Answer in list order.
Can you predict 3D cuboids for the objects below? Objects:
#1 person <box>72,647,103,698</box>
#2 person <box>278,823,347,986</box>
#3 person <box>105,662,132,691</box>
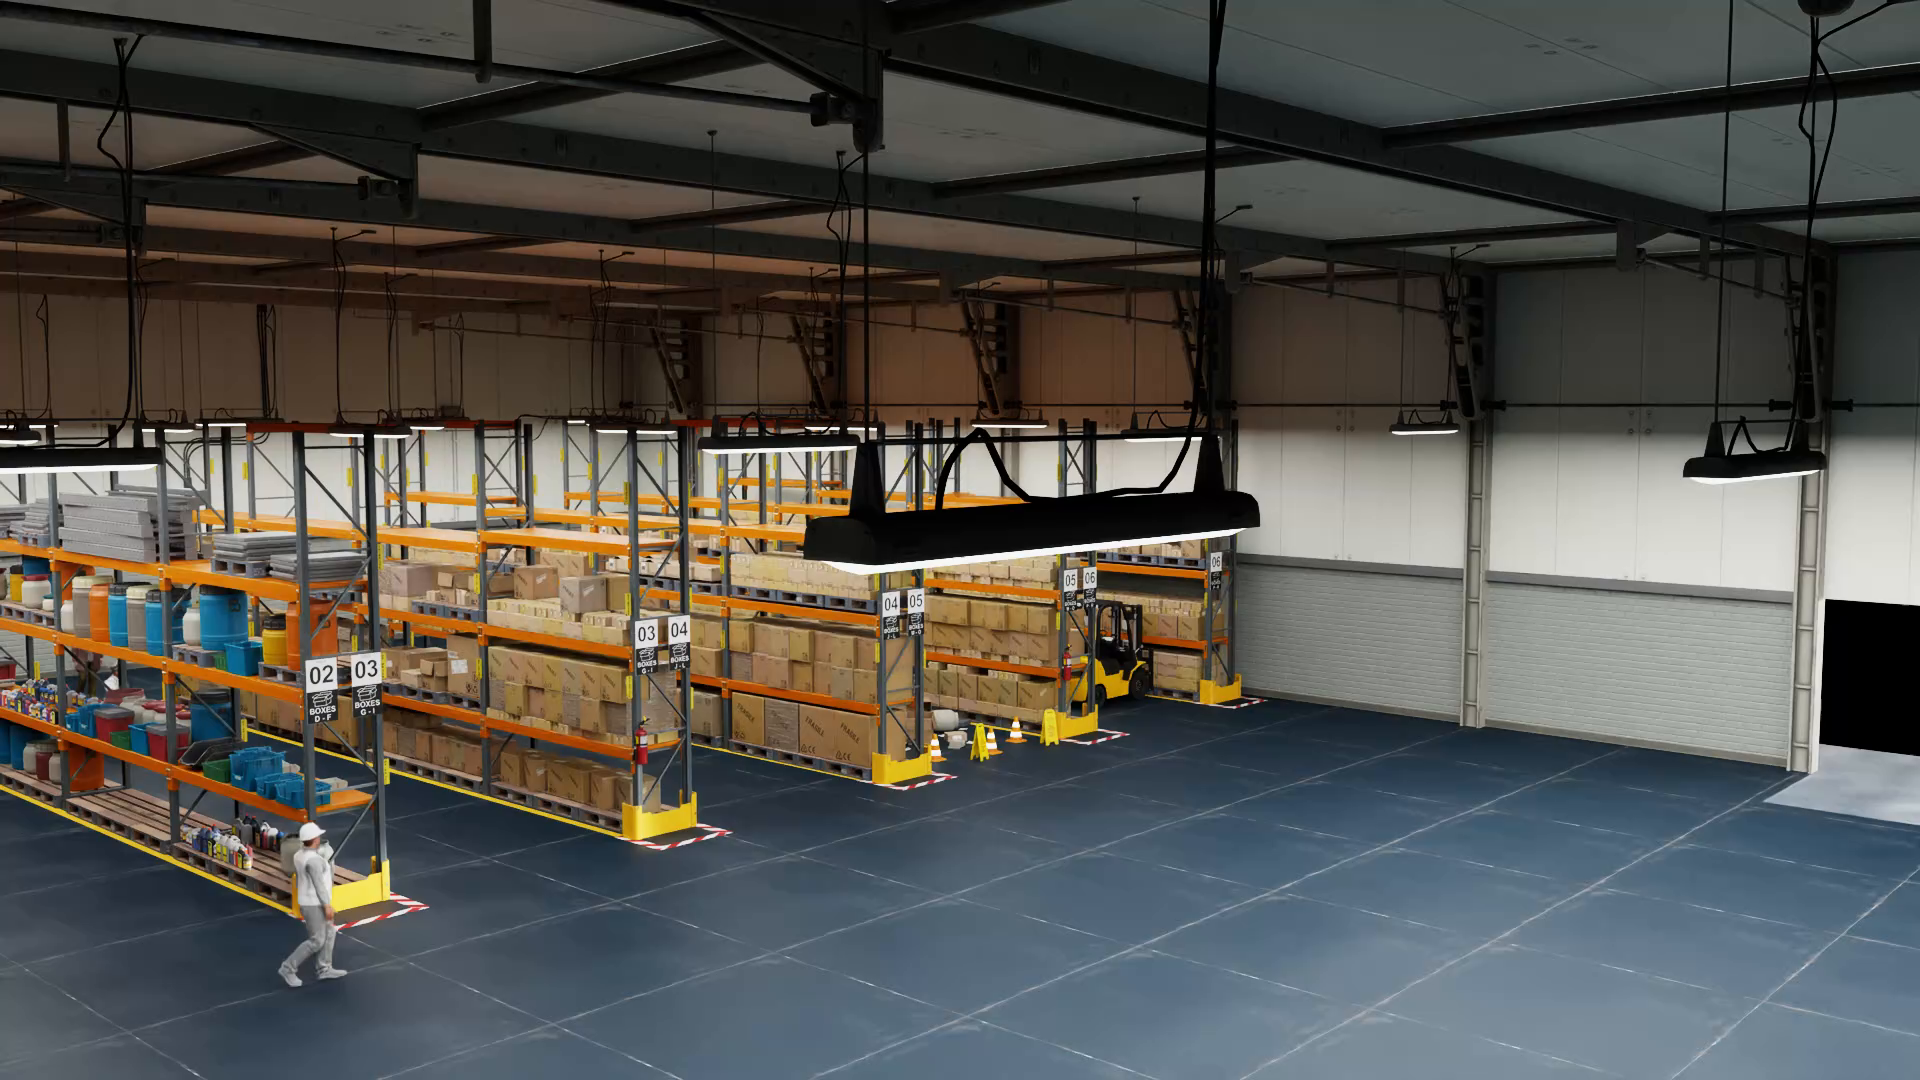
[{"bbox_3d":[-18.484,2.579,35.278,0.489,1.814,0.635,4,6,39],"label":"person"},{"bbox_3d":[-7.119,3.971,18.227,0.705,1.759,0.548,-2,5,-23],"label":"person"},{"bbox_3d":[-15.088,3.015,29.929,1.000,1.703,0.618,3,5,31],"label":"person"}]
